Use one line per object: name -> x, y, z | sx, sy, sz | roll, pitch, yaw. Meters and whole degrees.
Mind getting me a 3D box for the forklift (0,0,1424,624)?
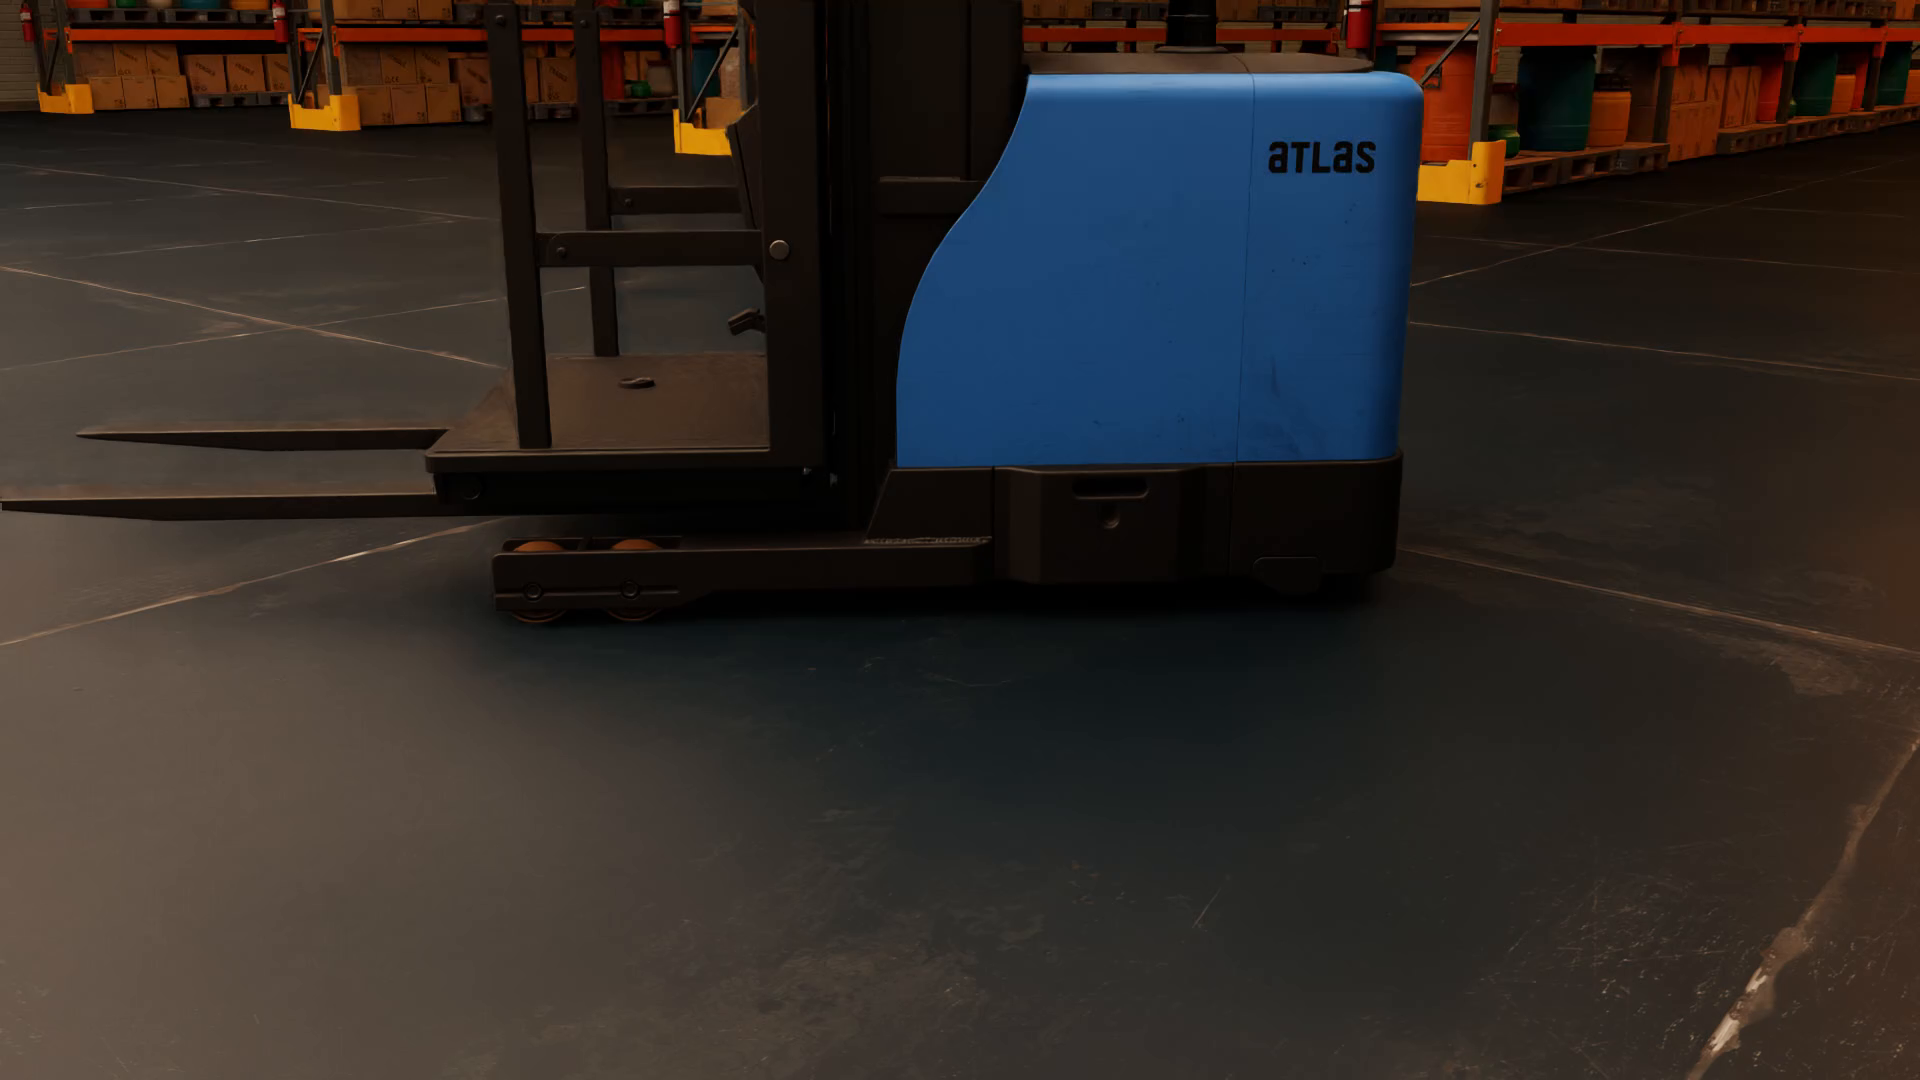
forklift -> -0.610, -1.390, 3.476 | 3.031, 2.935, 1.130 | -1, 17, -3
